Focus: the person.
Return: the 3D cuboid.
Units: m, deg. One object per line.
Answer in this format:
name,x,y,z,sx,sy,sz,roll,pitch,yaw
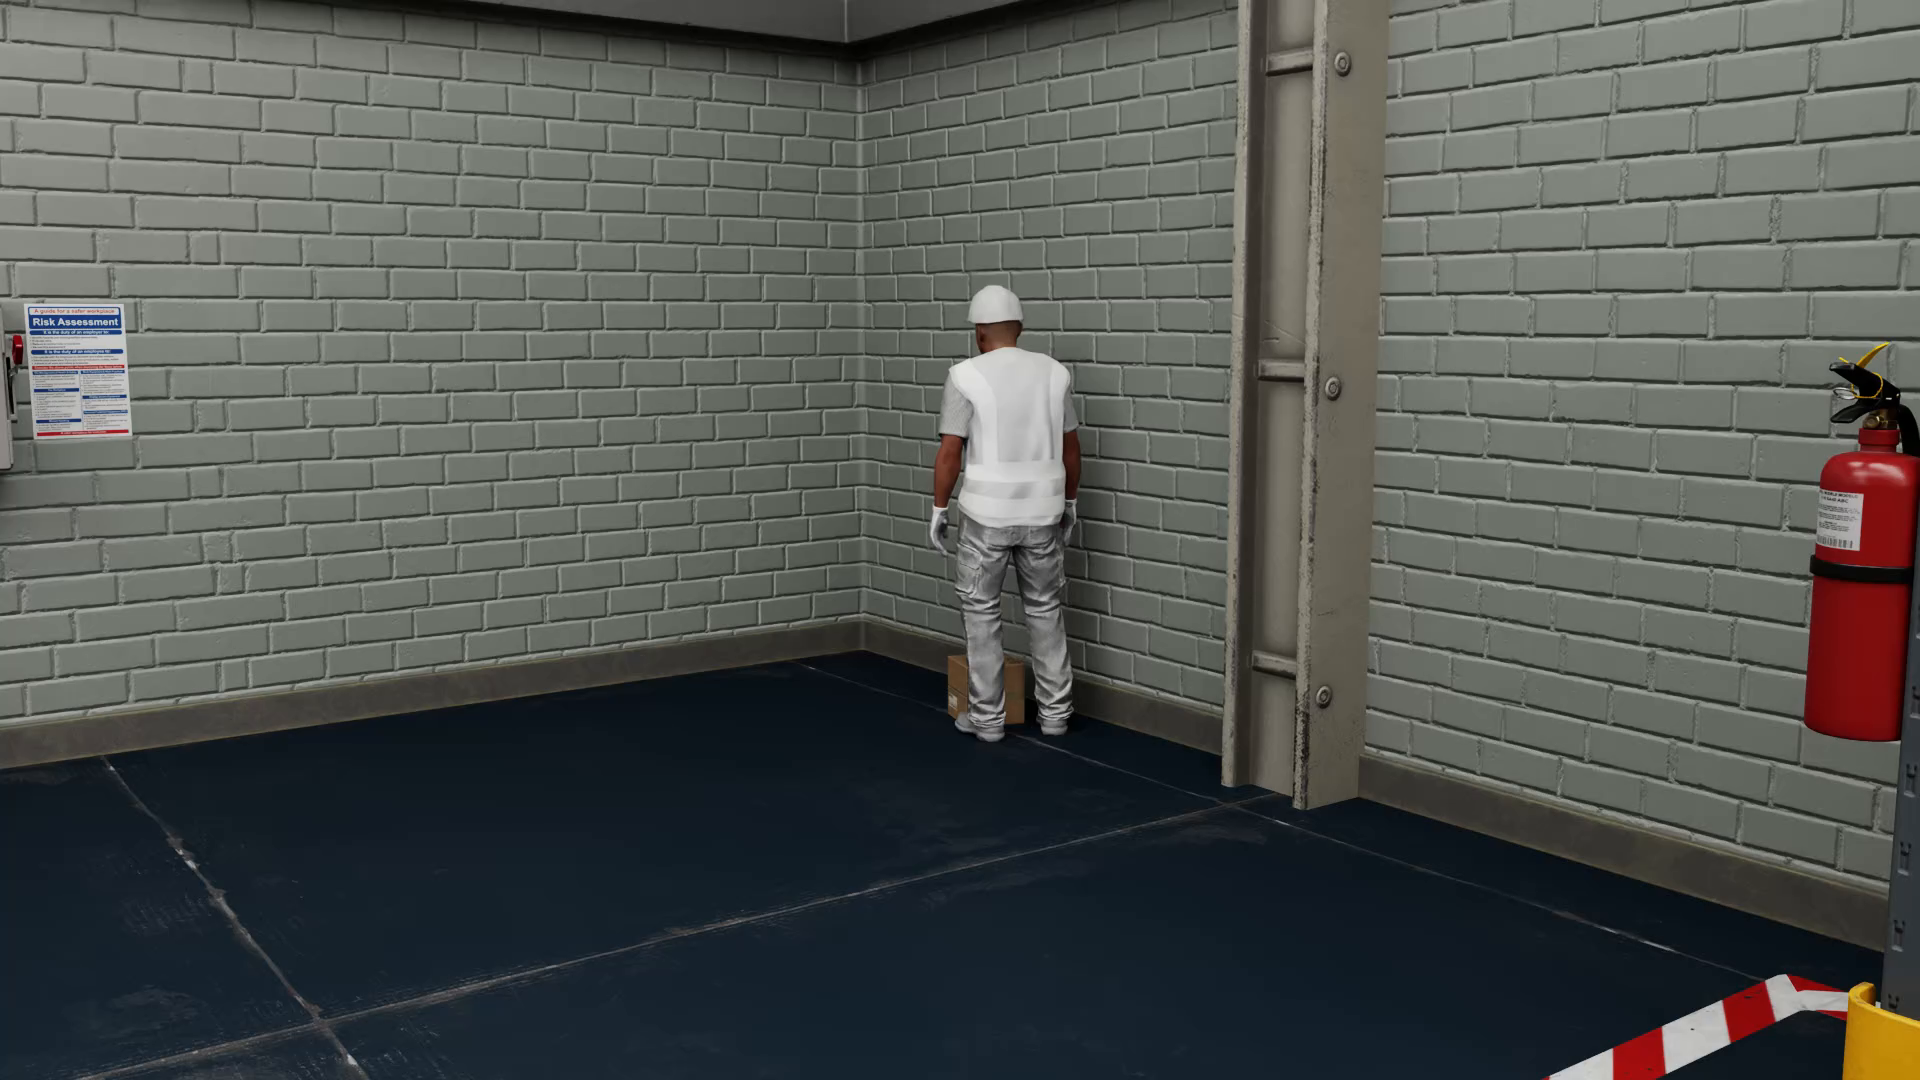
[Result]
person,0.182,-0.106,6.541,0.629,1.774,0.444,-3,8,-20
